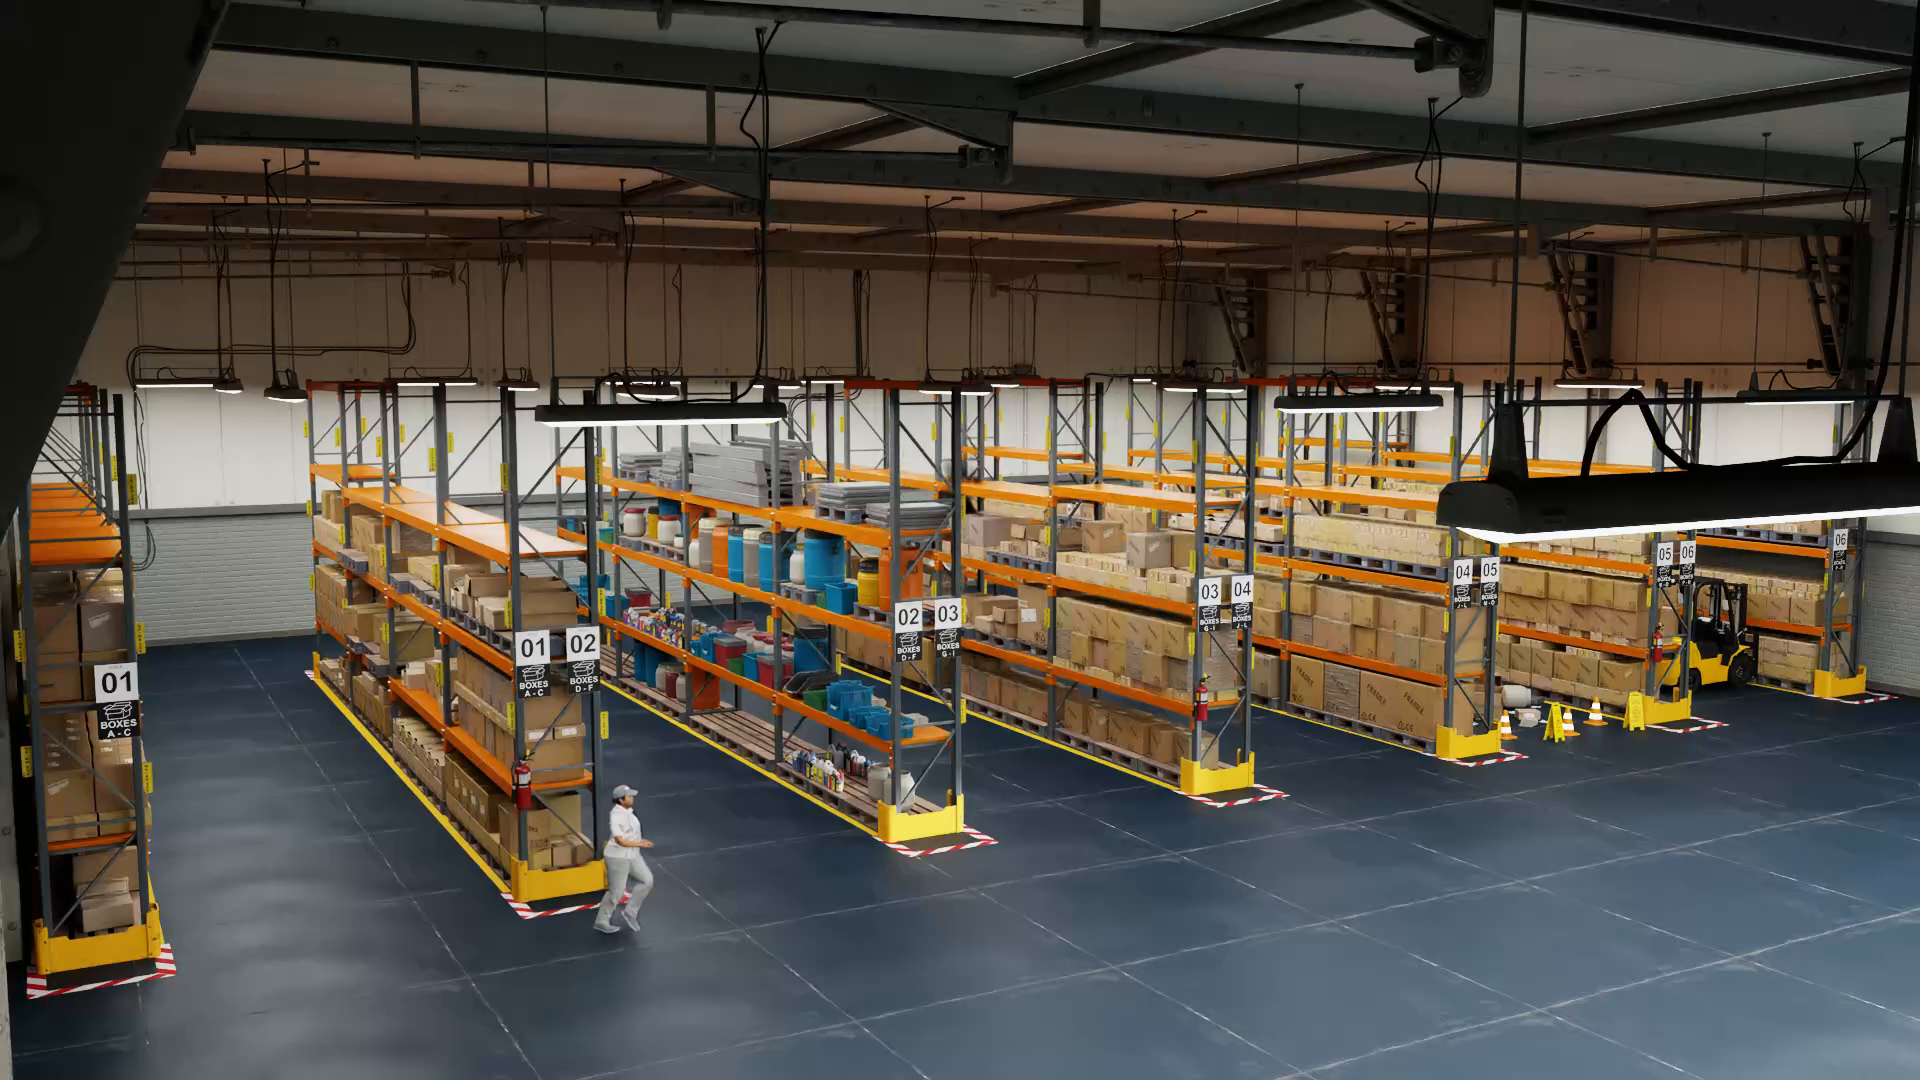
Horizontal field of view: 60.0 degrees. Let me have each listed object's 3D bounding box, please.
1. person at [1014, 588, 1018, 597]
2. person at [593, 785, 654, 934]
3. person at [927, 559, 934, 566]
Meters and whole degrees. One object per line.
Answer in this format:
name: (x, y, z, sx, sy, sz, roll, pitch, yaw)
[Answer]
person: (1.516, 1.089, 41.924, 0.556, 1.580, 0.670, 4, 7, 34)
person: (-3.725, 3.556, 18.517, 0.678, 1.672, 0.623, 1, 6, 7)
person: (-0.734, 1.095, 41.644, 0.788, 1.645, 0.611, -3, 7, -29)
